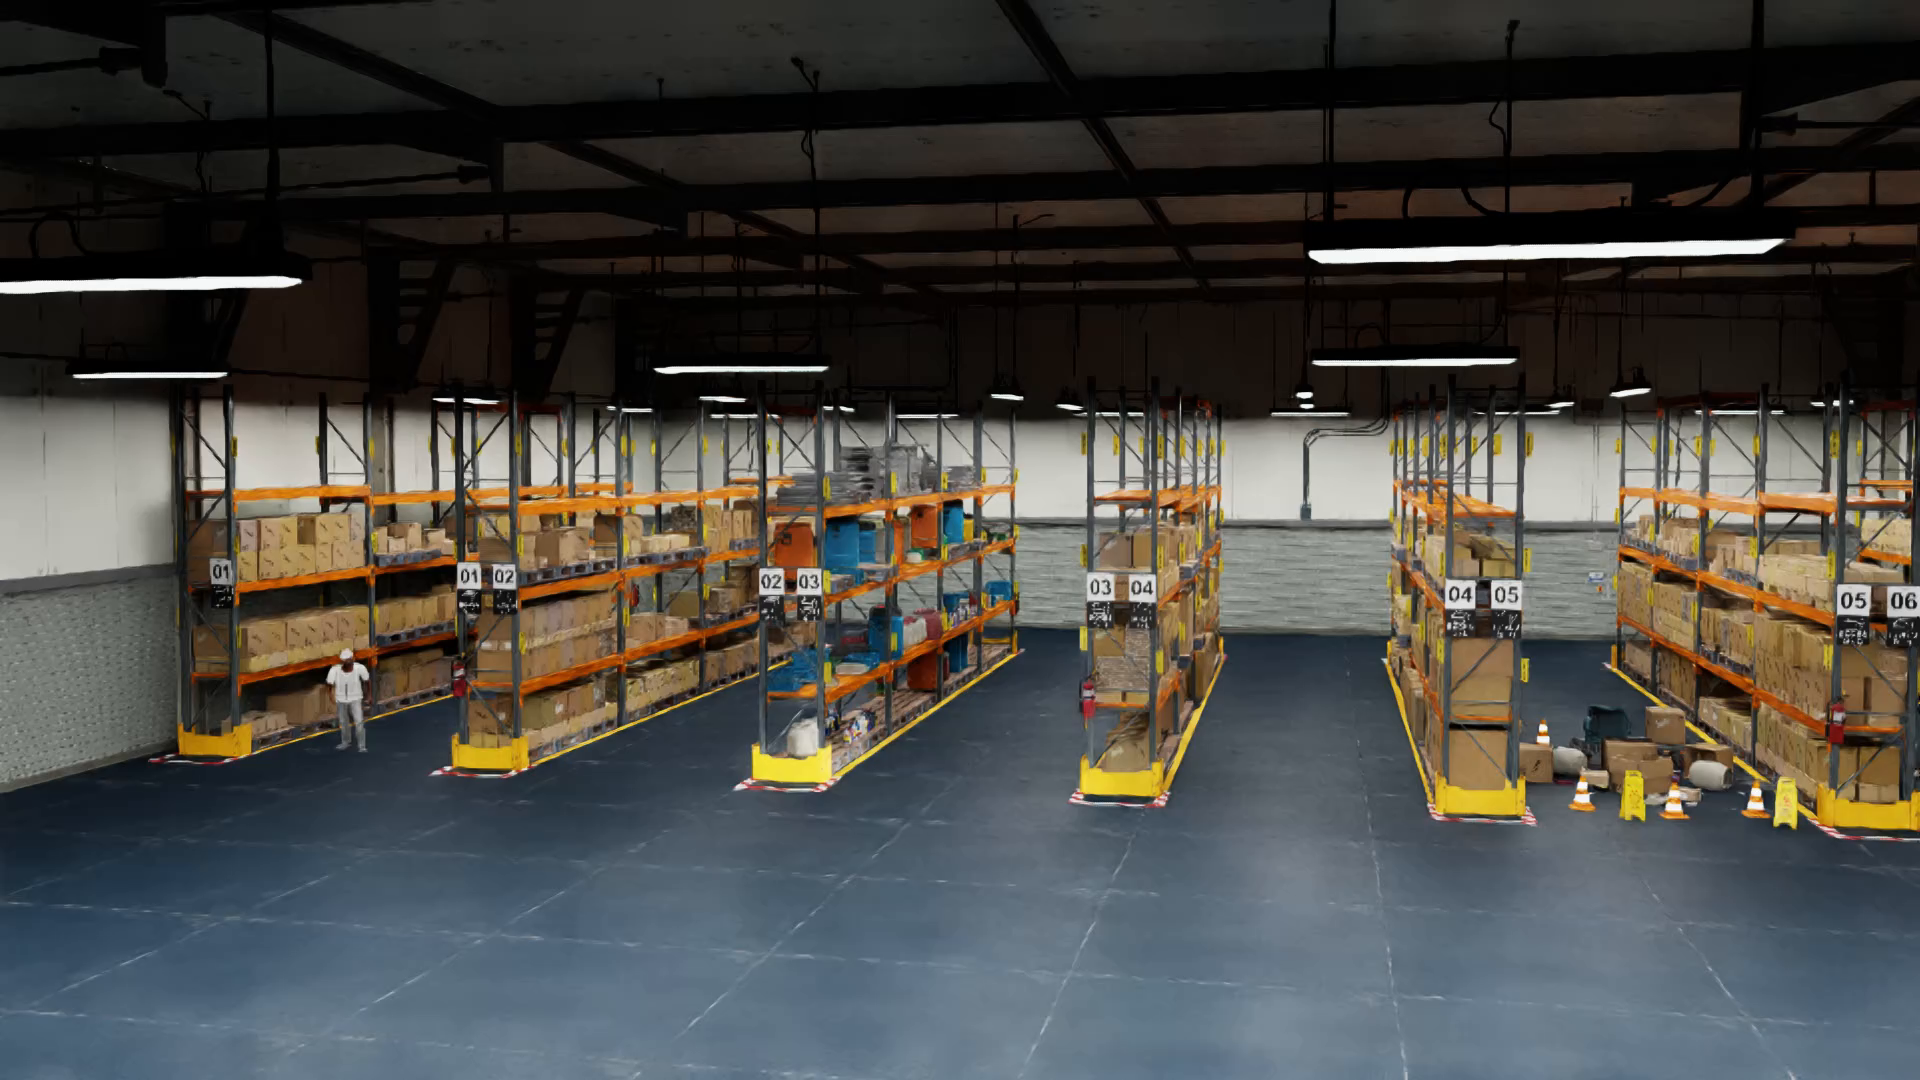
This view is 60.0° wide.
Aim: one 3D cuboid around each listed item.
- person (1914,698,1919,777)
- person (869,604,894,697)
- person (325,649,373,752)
[{"bbox_3d":[14.473,2.765,24.898,0.504,1.676,0.567,2,4,38],"label":"person"},{"bbox_3d":[-1.503,2.123,31.986,0.401,1.780,0.581,-2,4,-37],"label":"person"},{"bbox_3d":[-10.015,2.614,27.279,0.711,1.695,0.815,0,3,-7],"label":"person"}]
